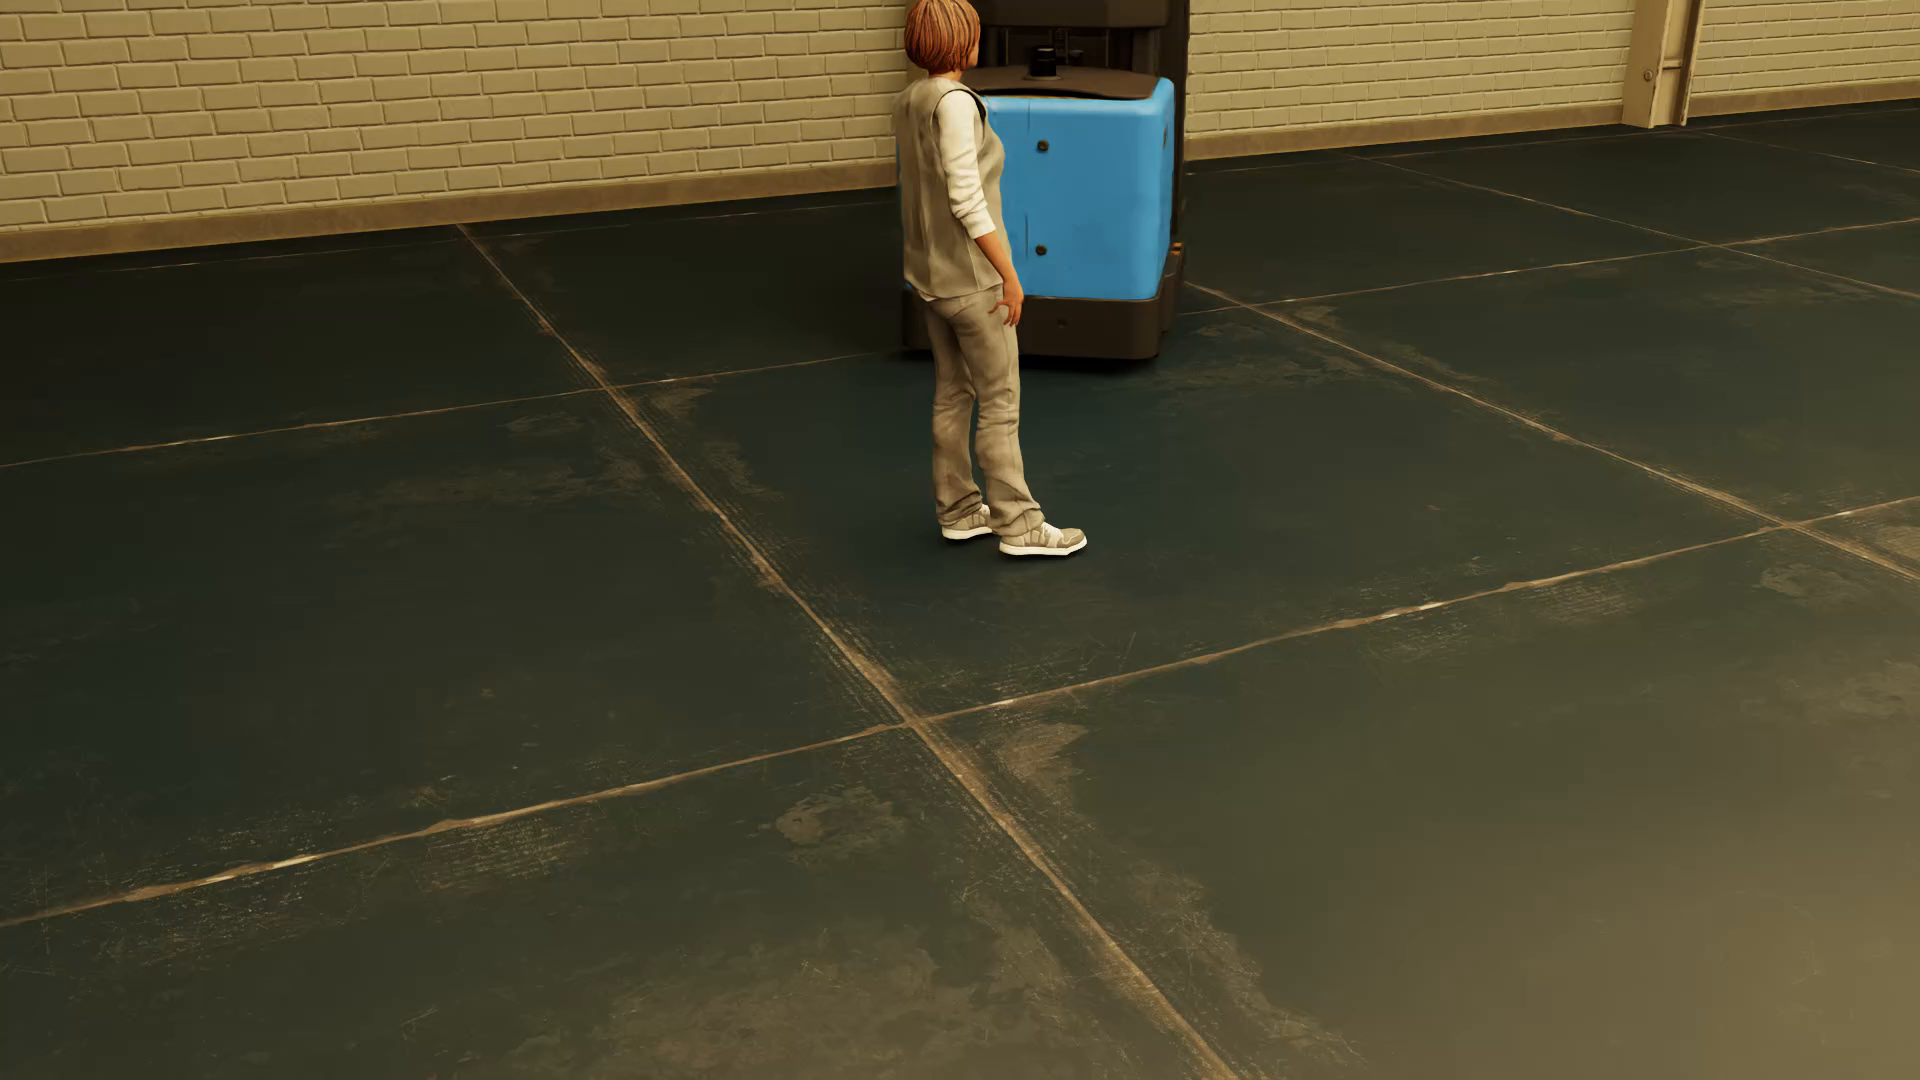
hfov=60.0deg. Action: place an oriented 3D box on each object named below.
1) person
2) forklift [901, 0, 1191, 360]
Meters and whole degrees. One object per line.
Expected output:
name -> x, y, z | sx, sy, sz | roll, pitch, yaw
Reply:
person -> 0.073, -0.751, 4.814 | 0.475, 1.597, 0.520 | -10, 25, -23
forklift -> 0.521, -2.608, 7.565 | 1.130, 2.935, 3.031 | 4, 23, 9
